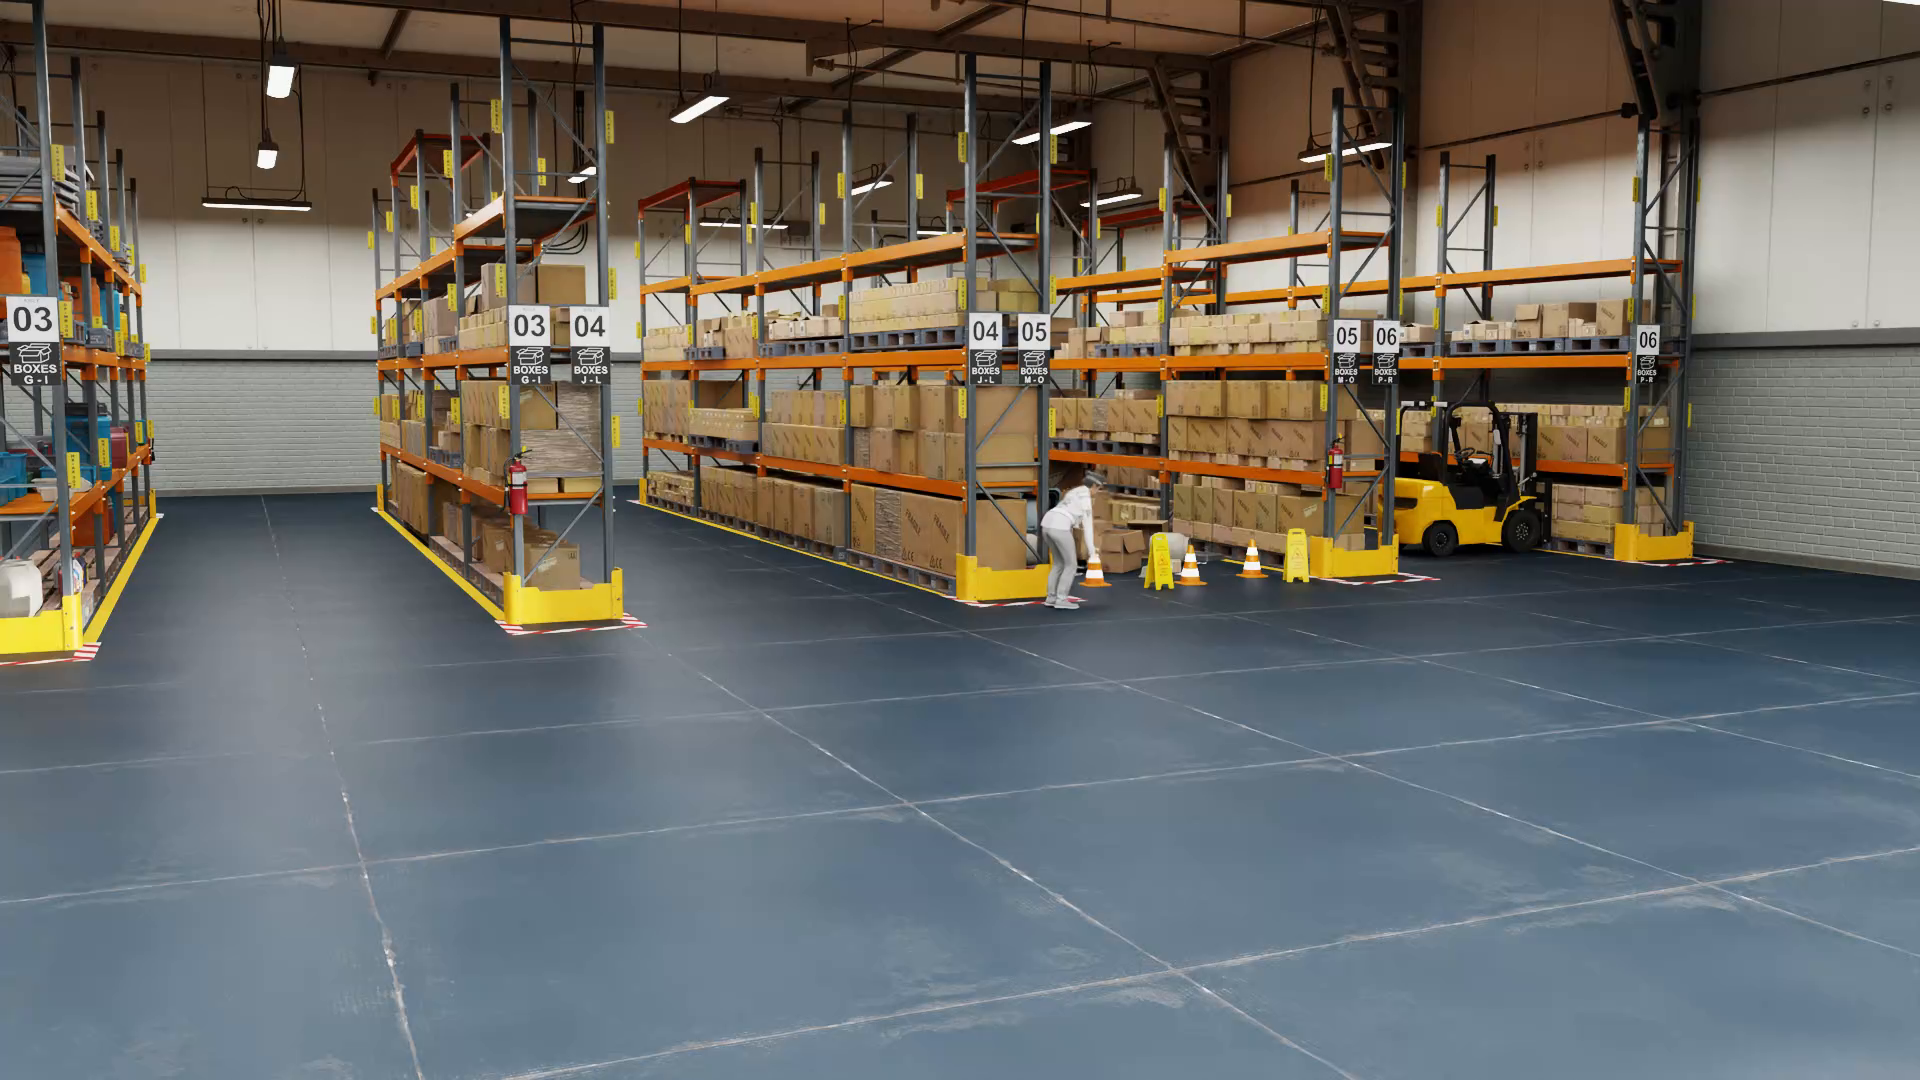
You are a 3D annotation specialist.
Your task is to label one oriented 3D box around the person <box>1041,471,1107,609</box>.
[{"bbox_3d":[1.246,-0.007,18.054,0.757,1.483,0.410,-3,6,-25],"label":"person"}]
